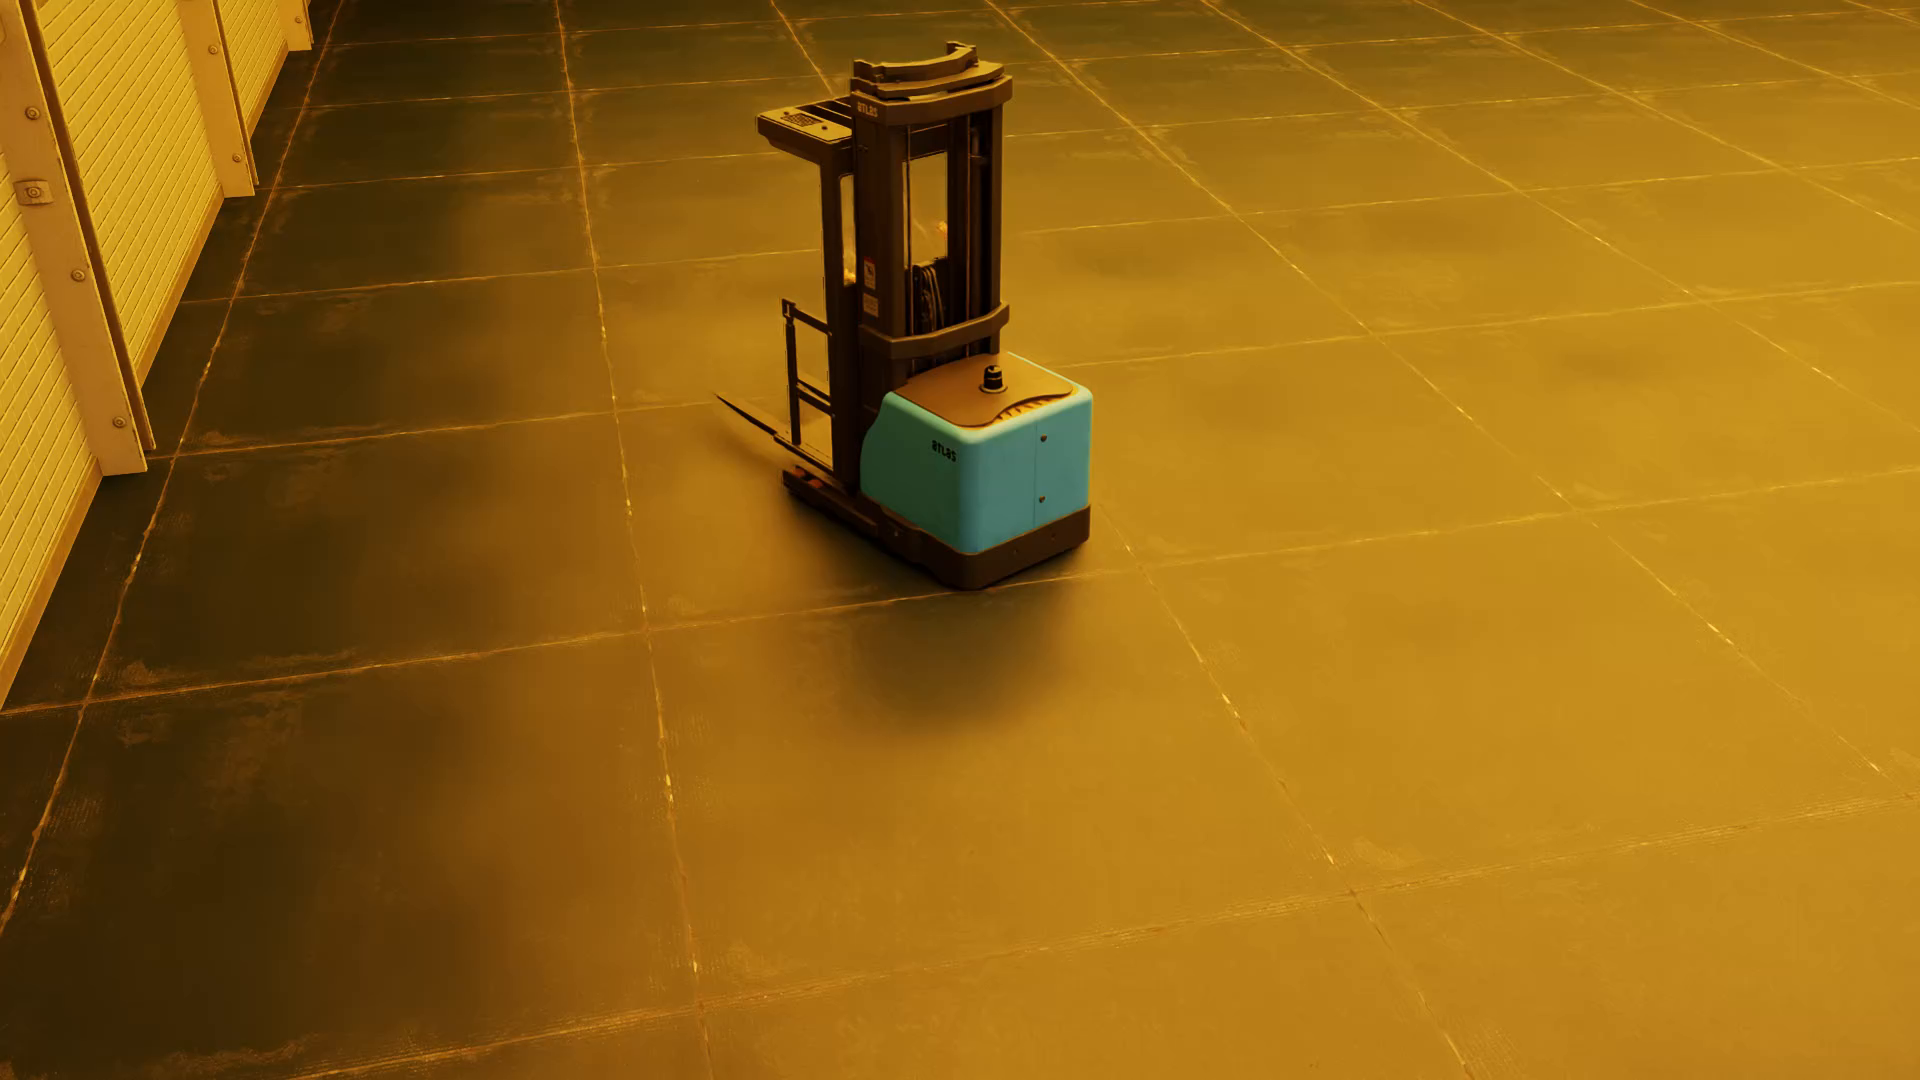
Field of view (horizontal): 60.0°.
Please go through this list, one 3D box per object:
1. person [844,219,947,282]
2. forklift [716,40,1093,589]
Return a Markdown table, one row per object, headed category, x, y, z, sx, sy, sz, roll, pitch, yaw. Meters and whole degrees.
| category | x | y | z | sx | sy | sz | roll | pitch | yaw |
| --- | --- | --- | --- | --- | --- | --- | --- | --- | --- |
| person | -0.333 | -1.471 | 11.529 | 0.984 | 1.535 | 0.805 | 5 | 30 | 8 |
| forklift | -0.518 | -1.644 | 10.414 | 1.130 | 2.935 | 3.031 | -23 | 37 | -34 |
